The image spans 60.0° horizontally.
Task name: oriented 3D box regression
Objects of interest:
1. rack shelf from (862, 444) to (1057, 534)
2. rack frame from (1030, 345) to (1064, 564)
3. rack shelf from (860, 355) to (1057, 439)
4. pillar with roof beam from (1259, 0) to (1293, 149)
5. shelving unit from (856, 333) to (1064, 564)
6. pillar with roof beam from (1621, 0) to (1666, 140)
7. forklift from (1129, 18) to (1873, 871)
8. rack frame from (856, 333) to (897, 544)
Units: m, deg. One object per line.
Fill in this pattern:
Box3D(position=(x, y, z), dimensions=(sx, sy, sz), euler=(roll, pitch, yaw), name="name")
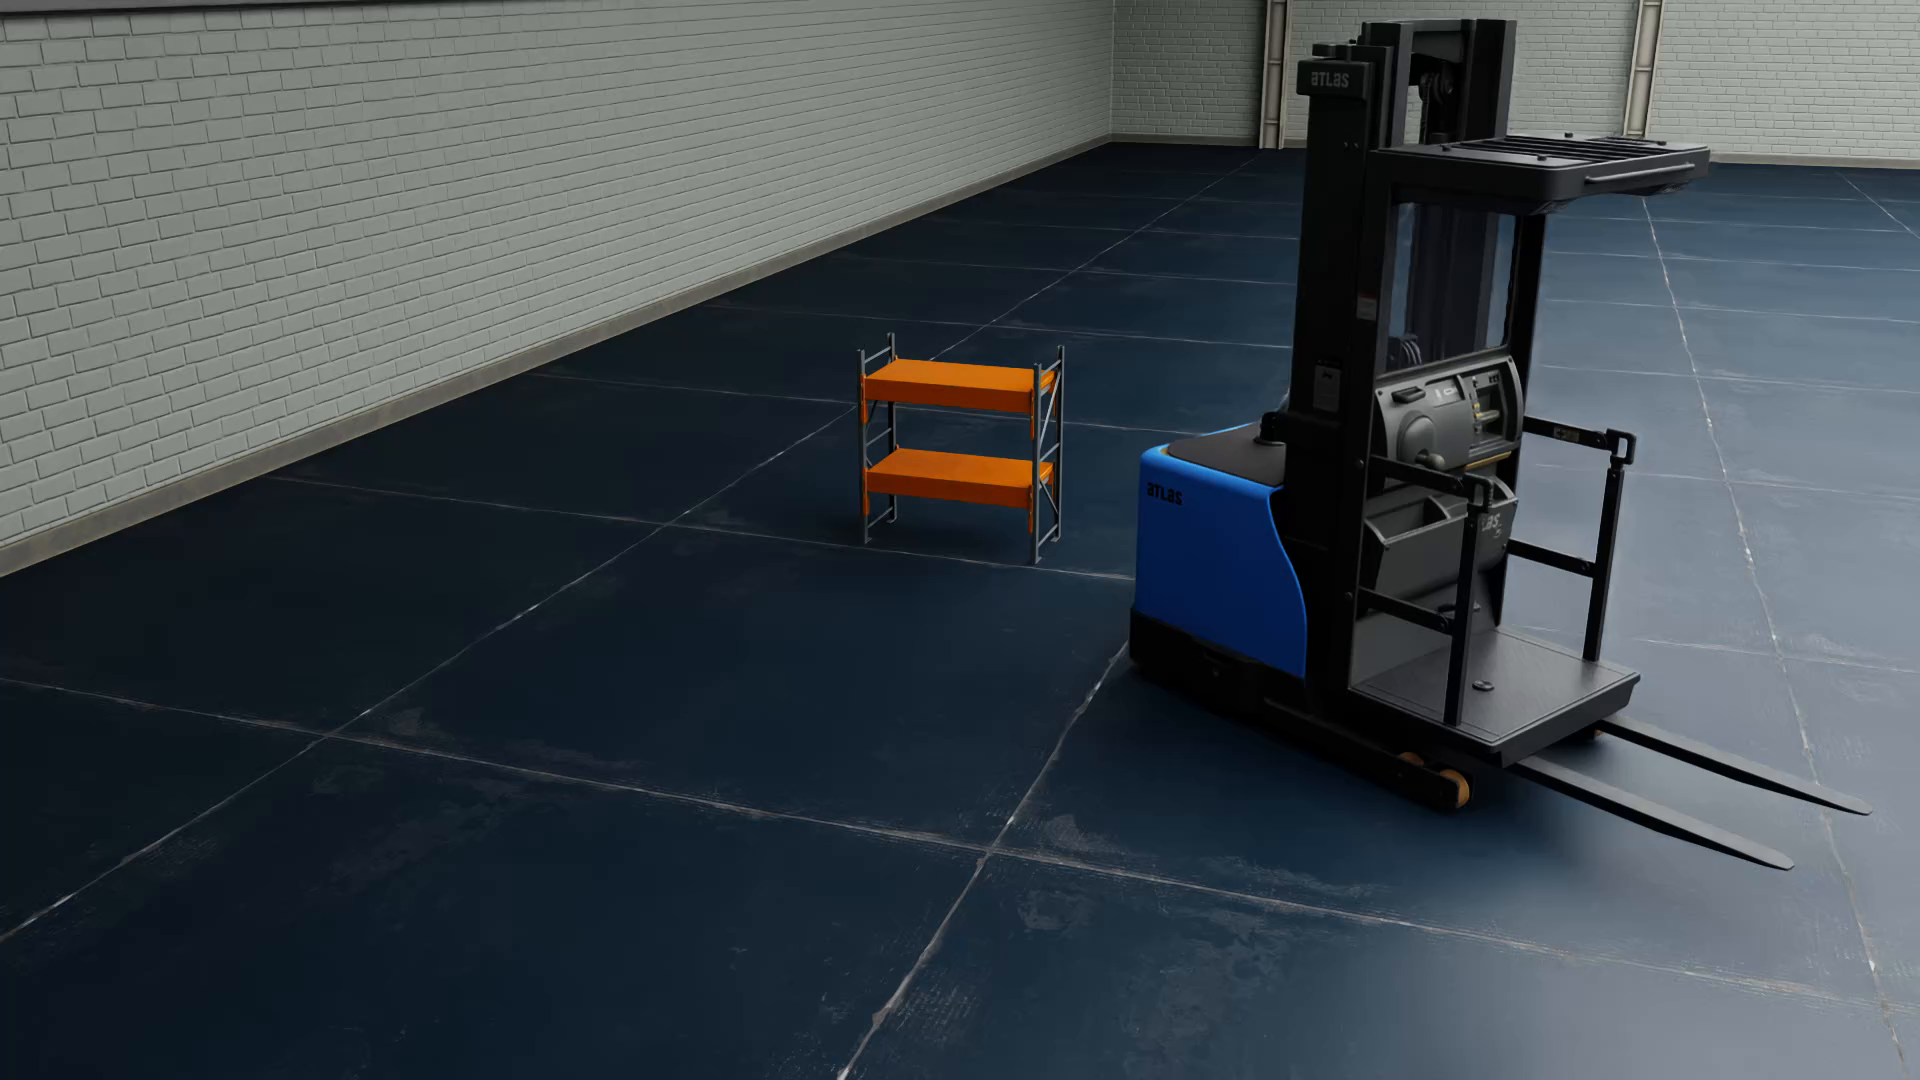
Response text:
Box3D(position=(0.006, -0.300, 9.469), dimensions=(1.000, 0.278, 0.538), euler=(7, 20, 18), name="rack shelf")
Box3D(position=(0.487, -0.476, 9.231), dimensions=(0.032, 1.125, 0.500), euler=(7, 20, 18), name="rack frame")
Box3D(position=(0.006, -0.807, 9.293), dimensions=(1.000, 0.278, 0.538), euler=(7, 20, 18), name="rack shelf")
Box3D(position=(4.133, -9.899, 24.303), dimensions=(0.400, 9.000, 9.100), euler=(7, 20, 18), name="pillar with roof beam")
Box3D(position=(0.006, -0.530, 9.389), dimensions=(1.048, 1.125, 0.538), euler=(7, 20, 18), name="shelving unit")
Box3D(position=(9.801, -9.251, 22.444), dimensions=(0.400, 9.000, 9.100), euler=(7, 20, 18), name="pillar with roof beam")
Box3D(position=(2.118, -0.503, 6.565), dimensions=(1.130, 2.935, 3.031), euler=(-15, 24, -37), name="forklift")
Box3D(position=(-0.474, -0.585, 9.547), dimensions=(0.032, 1.125, 0.500), euler=(7, 20, 18), name="rack frame")
